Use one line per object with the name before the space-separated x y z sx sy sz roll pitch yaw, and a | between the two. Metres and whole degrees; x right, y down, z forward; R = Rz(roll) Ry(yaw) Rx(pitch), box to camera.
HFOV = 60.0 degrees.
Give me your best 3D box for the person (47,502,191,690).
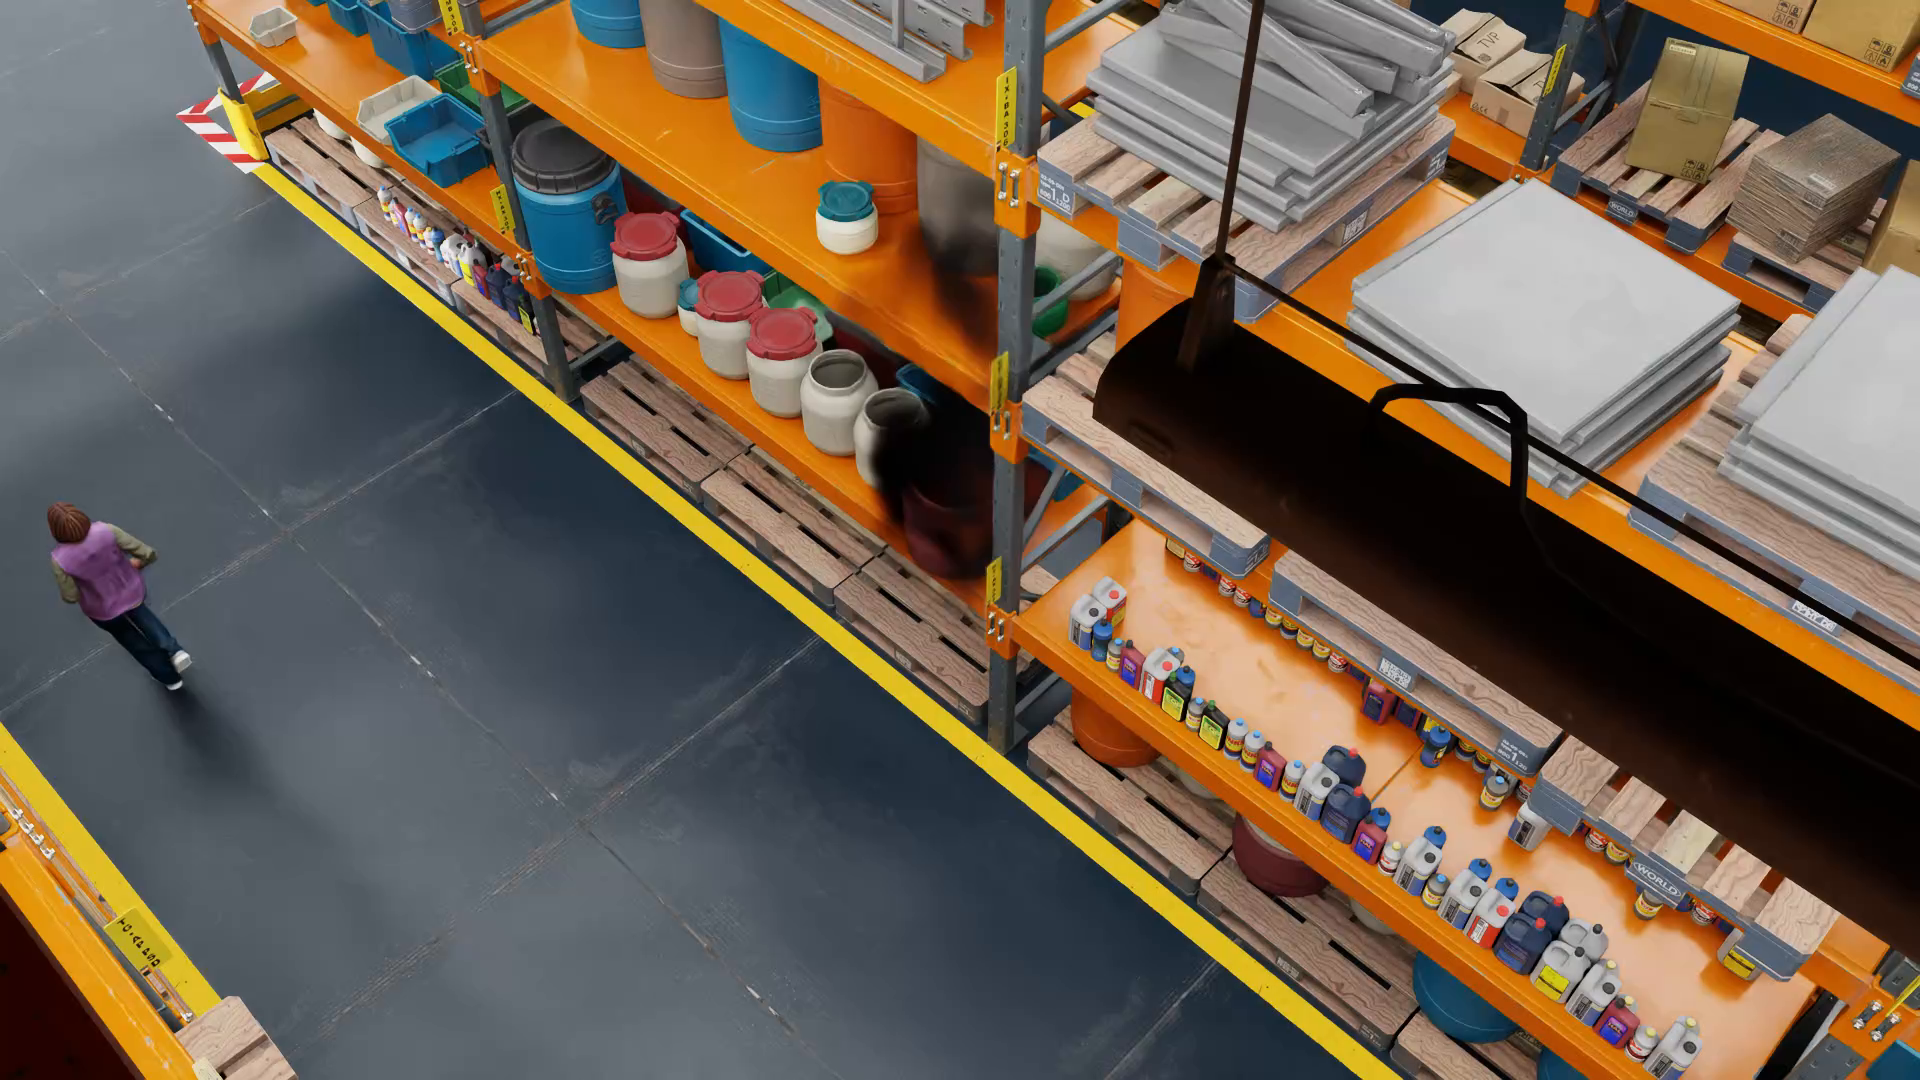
person | -4.640 0.285 9.127 0.493 1.558 0.503 33 57 25
